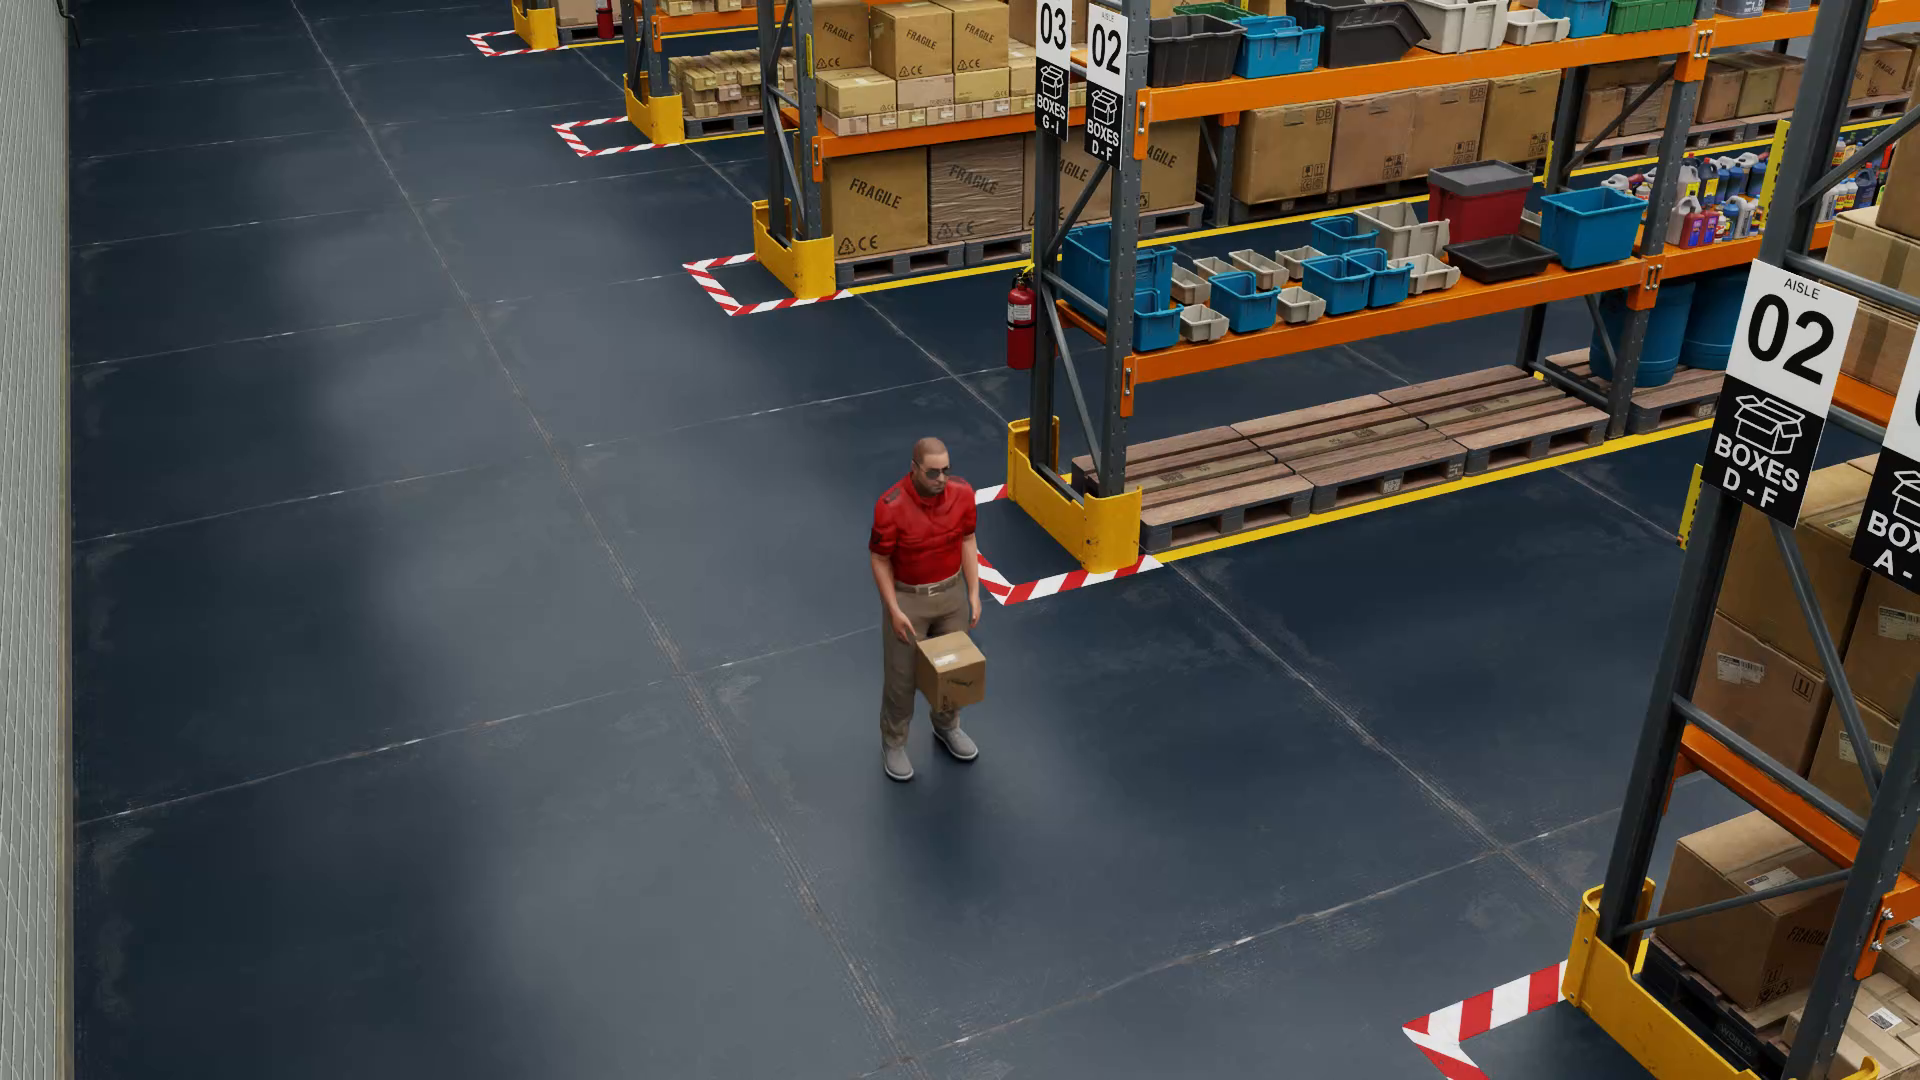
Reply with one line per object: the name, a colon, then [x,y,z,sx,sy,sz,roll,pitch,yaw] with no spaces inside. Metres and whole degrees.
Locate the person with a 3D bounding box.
person: [-0.155,0.296,7.933,0.554,1.732,0.393,-14,32,-23]
